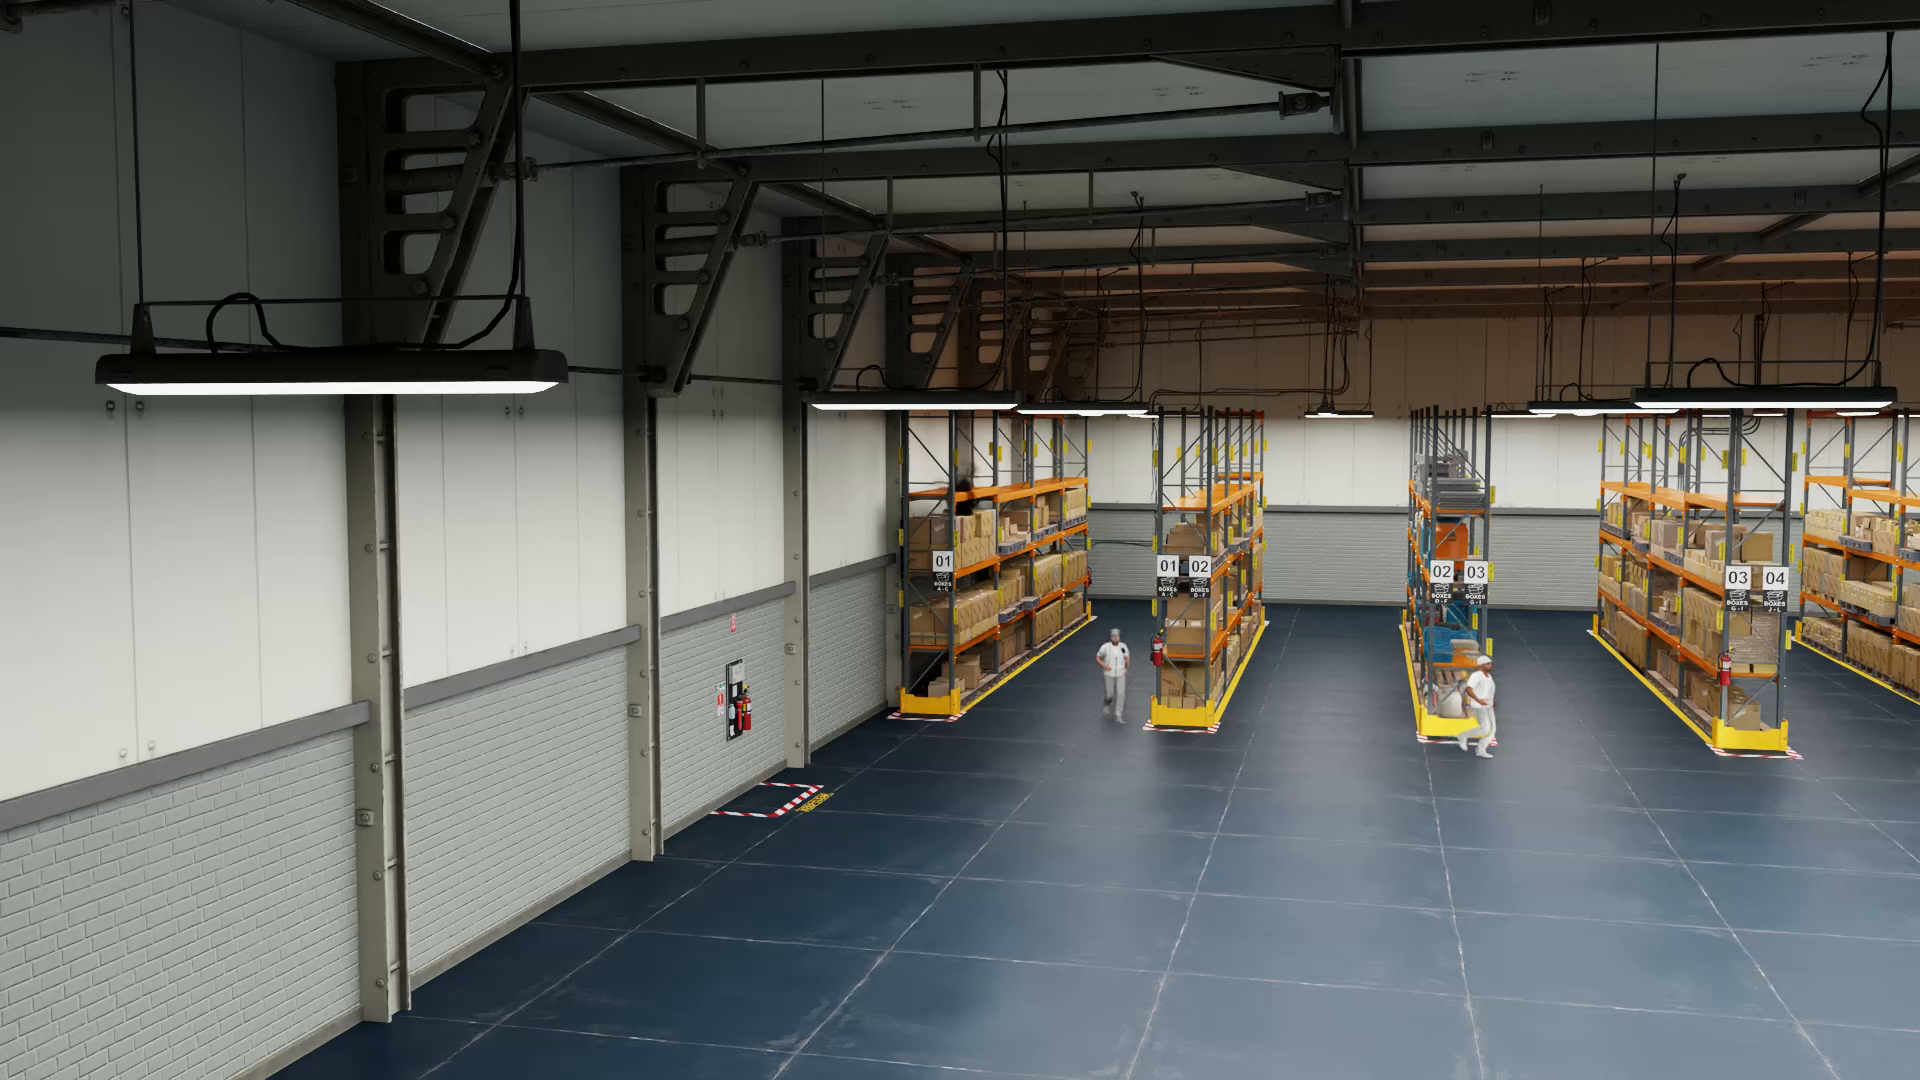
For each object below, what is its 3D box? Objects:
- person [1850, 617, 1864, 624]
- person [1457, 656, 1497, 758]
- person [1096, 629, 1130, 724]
[{"bbox_3d":[23.600,1.790,43.765,0.545,1.582,0.807,-2,4,-22],"label":"person"},{"bbox_3d":[8.884,2.832,28.402,0.614,1.719,0.729,4,6,44],"label":"person"},{"bbox_3d":[2.937,2.575,31.754,0.668,1.788,0.782,0,4,-4],"label":"person"}]
